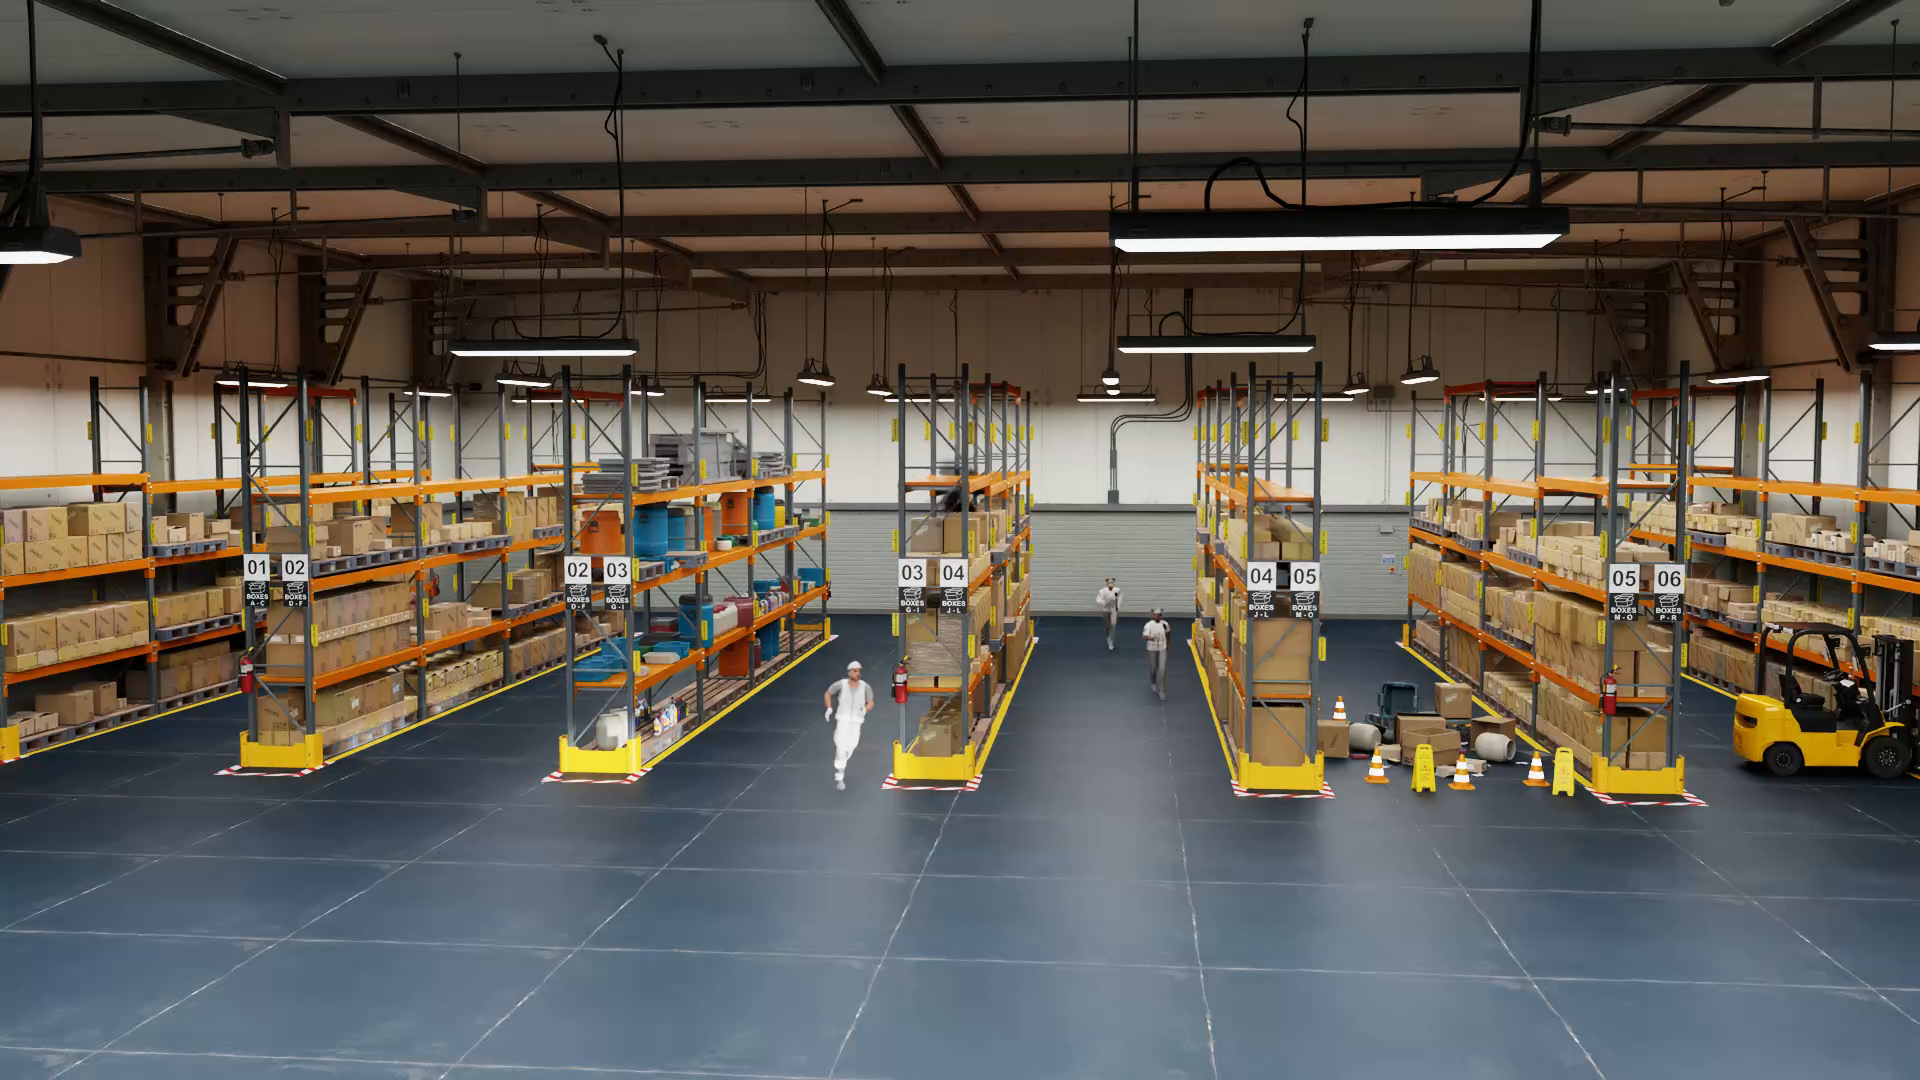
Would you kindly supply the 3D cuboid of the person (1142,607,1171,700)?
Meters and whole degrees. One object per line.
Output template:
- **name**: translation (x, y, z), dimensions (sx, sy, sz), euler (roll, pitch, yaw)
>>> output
- **person**: translation (3.742, 2.114, 31.566), dimensions (0.576, 1.719, 0.890), euler (0, 4, 2)

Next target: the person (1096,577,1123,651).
- **person**: translation (3.486, 1.692, 38.781), dimensions (0.612, 1.695, 0.972), euler (0, 4, 5)

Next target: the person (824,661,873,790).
- **person**: translation (-1.583, 2.610, 23.758), dimensions (0.707, 1.776, 0.899), euler (-1, 4, -14)

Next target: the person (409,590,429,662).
- **person**: translation (-11.258, 1.921, 34.303), dimensions (0.672, 1.771, 0.837), euler (0, 4, -2)
